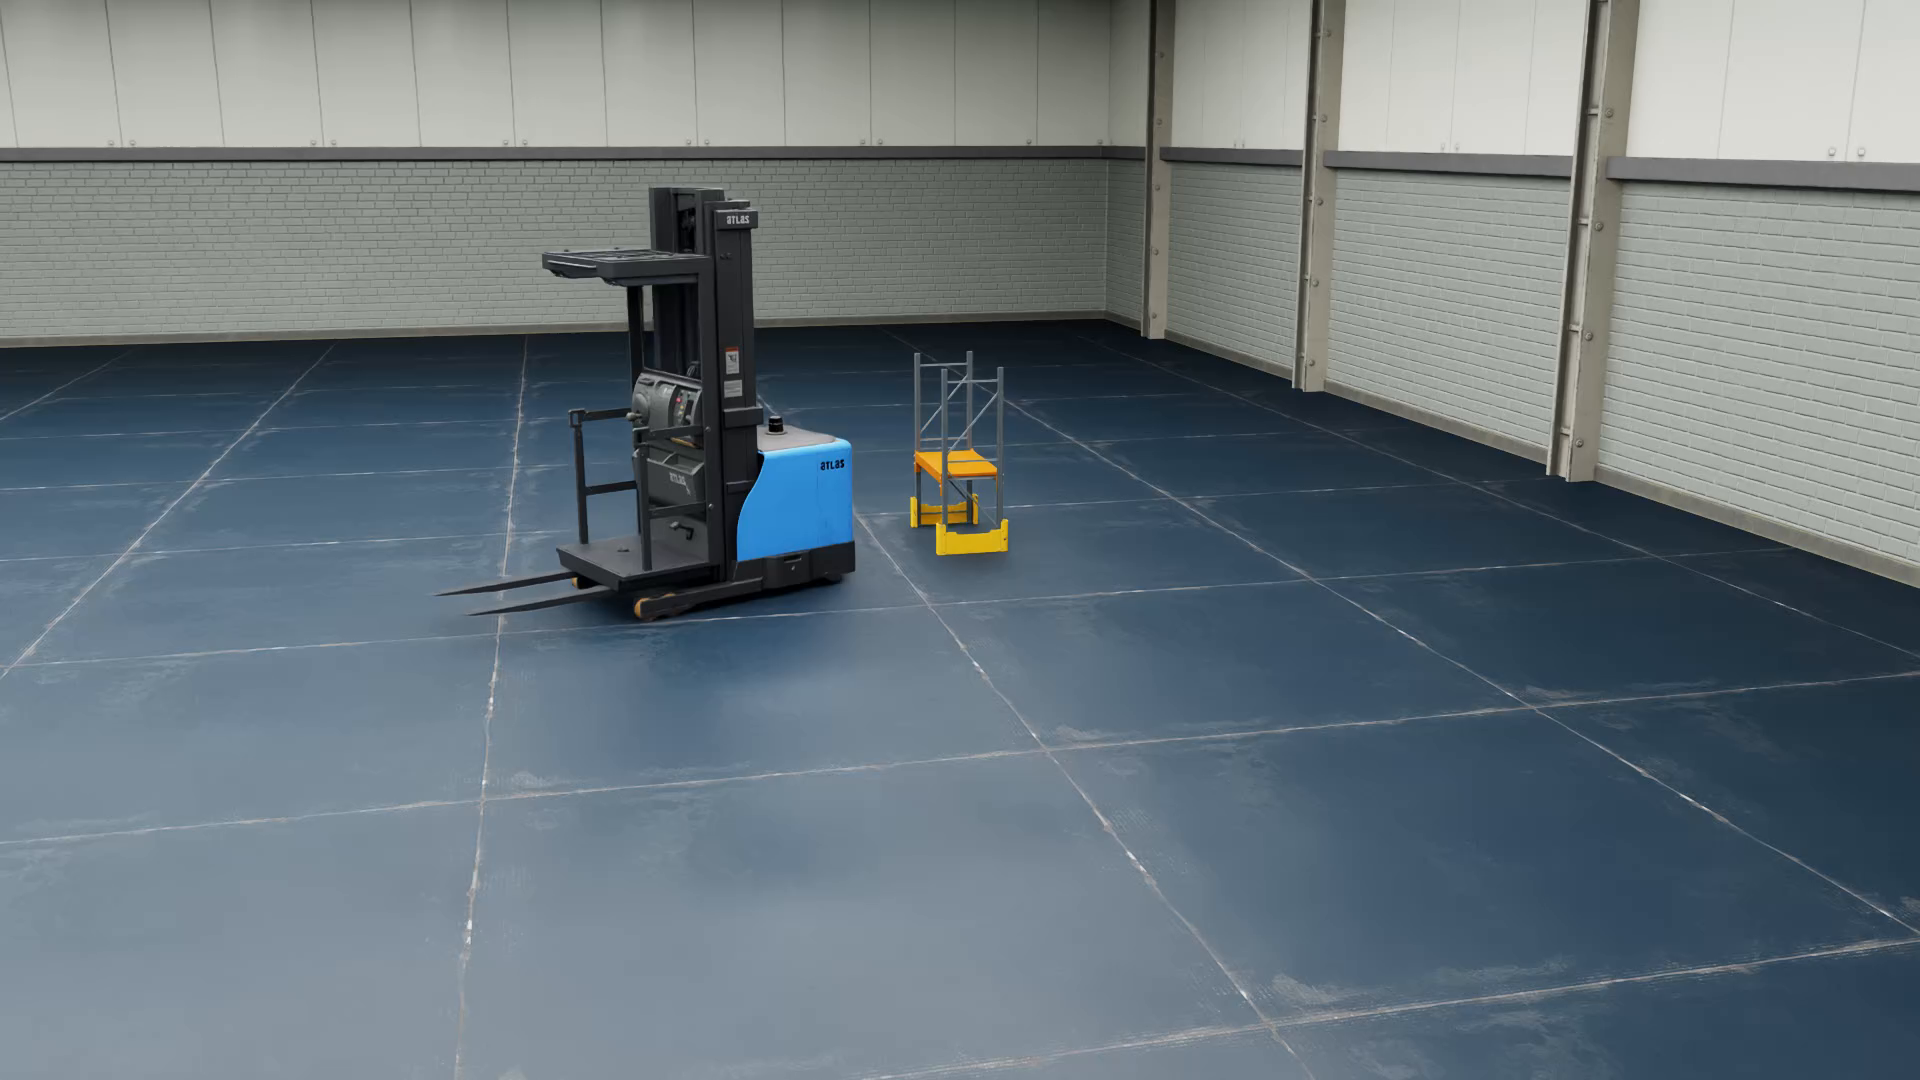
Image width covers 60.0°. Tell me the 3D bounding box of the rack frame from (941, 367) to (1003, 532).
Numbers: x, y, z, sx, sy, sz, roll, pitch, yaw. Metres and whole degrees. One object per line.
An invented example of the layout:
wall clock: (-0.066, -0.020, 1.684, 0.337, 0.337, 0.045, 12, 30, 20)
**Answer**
rack frame: (0.099, -0.631, 13.350, 0.500, 1.500, 0.032, -3, 14, -13)

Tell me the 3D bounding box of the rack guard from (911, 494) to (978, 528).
rack guard: (-0.135, -0.254, 14.440, 0.587, 0.250, 0.087, -3, 14, -13)

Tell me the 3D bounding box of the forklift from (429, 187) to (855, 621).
forklift: (-2.270, -0.997, 11.831, 3.031, 2.935, 1.130, -11, 17, -37)

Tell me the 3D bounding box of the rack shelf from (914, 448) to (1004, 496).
rack shelf: (-0.020, -0.574, 13.872, 0.538, 0.185, 1.000, -3, 14, -13)

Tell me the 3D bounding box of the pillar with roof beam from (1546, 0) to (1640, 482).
pillar with roof beam: (1.868, -4.754, 14.425, 9.100, 9.000, 0.400, -3, 14, -13)

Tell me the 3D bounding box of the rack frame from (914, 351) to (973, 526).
rack frame: (-0.139, -0.866, 14.310, 0.500, 1.500, 0.032, -3, 14, -13)

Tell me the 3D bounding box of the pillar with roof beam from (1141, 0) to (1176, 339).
pillar with roof beam: (-0.951, -7.522, 25.756, 9.100, 9.000, 0.400, -3, 14, -13)

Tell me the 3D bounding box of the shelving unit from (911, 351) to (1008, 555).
shelving unit: (-0.018, -0.746, 13.821, 0.587, 1.500, 1.083, -3, 14, -13)

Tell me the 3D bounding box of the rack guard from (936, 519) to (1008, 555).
rack guard: (0.099, -0.024, 13.499, 0.587, 0.250, 0.087, -3, 14, -13)

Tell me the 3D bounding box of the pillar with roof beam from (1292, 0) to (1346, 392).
pillar with roof beam: (0.459, -6.138, 20.090, 9.100, 9.000, 0.400, -3, 14, -13)
